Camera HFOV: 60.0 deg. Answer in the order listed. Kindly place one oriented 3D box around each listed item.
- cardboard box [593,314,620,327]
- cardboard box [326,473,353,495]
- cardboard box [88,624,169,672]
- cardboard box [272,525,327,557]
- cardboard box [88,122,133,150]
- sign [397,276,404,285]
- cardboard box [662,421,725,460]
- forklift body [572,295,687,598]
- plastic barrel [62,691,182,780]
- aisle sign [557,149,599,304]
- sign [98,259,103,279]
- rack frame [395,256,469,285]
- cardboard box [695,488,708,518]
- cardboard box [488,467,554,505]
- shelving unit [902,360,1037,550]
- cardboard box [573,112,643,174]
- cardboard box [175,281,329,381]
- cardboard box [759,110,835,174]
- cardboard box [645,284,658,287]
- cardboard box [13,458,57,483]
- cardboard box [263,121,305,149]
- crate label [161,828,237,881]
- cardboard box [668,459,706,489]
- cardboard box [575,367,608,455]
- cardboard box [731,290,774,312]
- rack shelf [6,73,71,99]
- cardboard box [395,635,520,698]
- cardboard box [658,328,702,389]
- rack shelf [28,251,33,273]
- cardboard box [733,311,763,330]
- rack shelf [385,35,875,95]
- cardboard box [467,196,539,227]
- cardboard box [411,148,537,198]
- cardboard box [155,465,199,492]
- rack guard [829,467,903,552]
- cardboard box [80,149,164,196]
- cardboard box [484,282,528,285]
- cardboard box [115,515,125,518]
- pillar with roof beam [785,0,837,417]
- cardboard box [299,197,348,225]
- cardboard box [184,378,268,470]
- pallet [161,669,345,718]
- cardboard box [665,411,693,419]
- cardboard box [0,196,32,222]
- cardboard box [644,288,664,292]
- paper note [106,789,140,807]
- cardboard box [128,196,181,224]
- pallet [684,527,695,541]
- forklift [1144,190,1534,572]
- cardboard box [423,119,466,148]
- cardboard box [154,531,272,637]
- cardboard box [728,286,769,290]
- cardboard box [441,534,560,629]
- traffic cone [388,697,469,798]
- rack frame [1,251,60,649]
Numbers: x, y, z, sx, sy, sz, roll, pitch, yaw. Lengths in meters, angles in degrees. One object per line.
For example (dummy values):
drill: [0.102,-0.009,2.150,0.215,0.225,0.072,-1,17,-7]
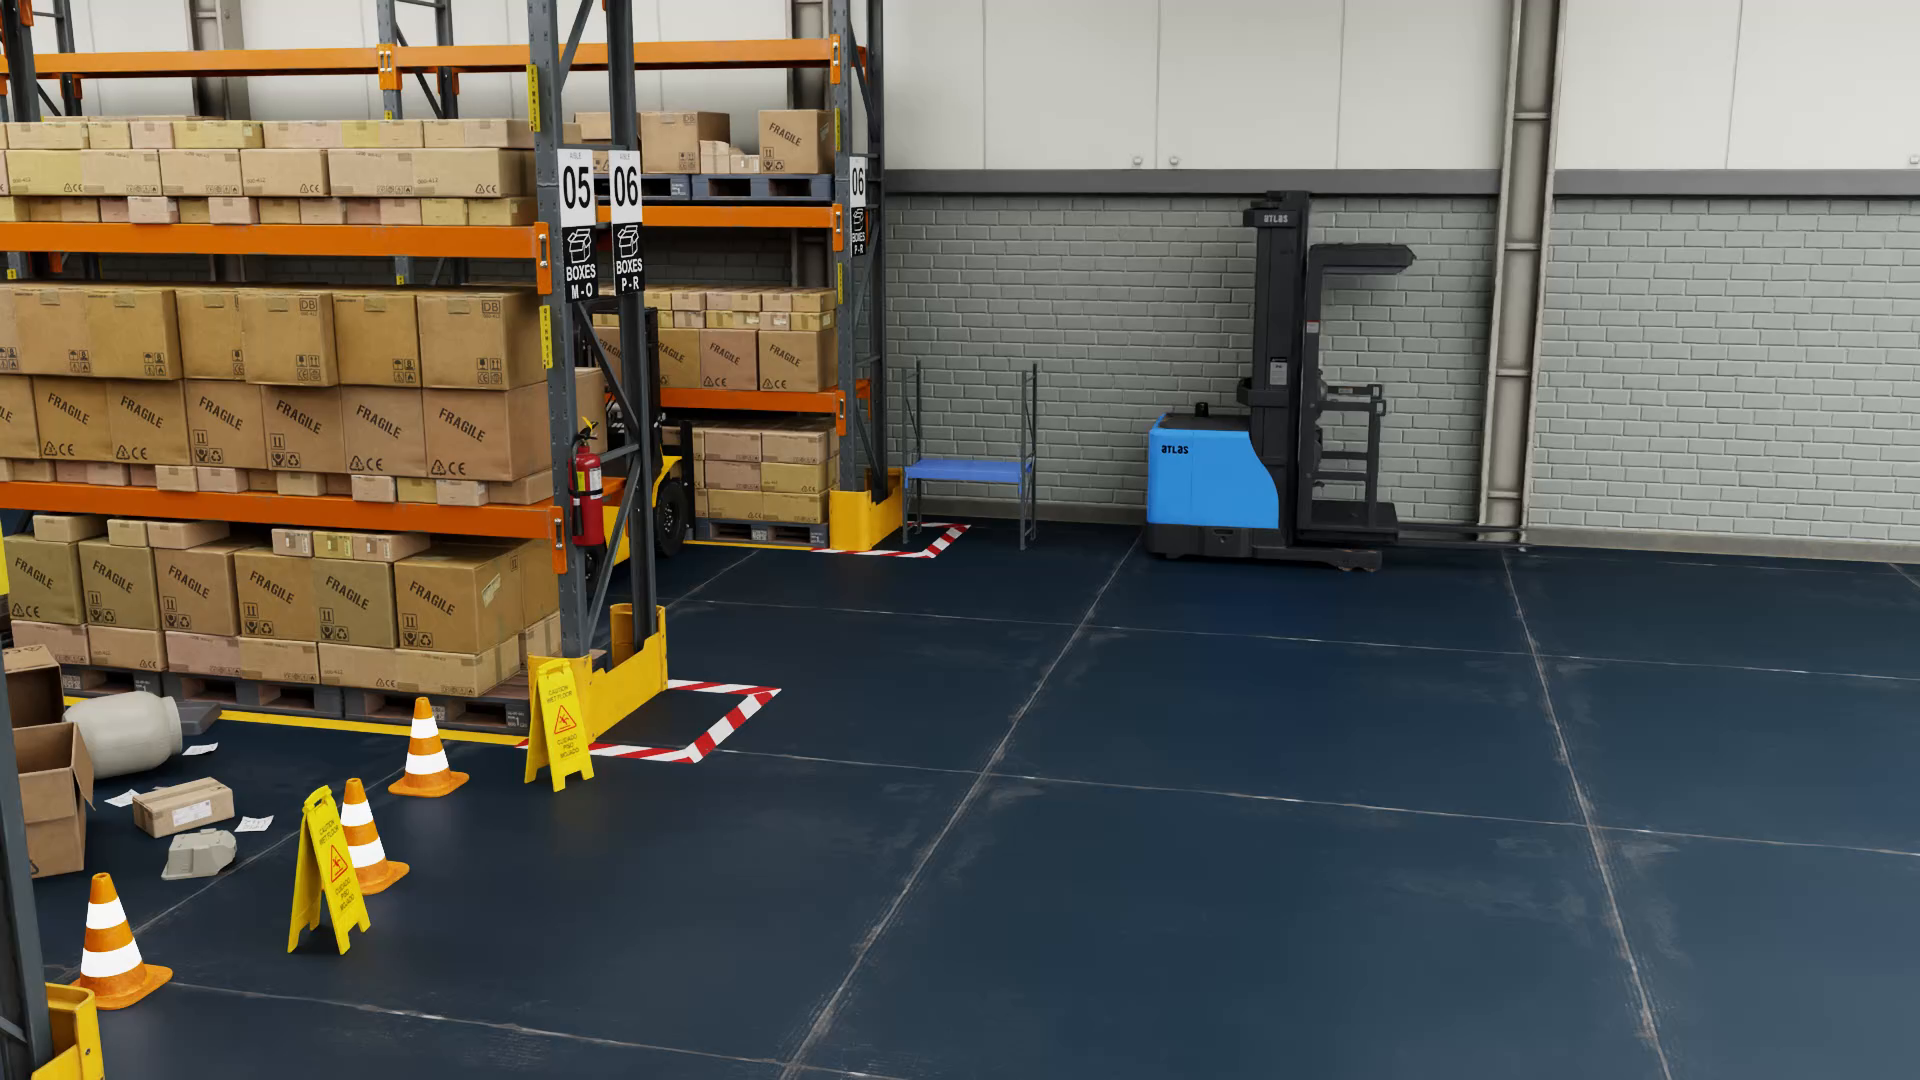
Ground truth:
cardboard box: [-2.961,-1.915,14.213,0.250,0.149,0.380,3,13,12]
cardboard box: [-3.409,-0.364,9.528,0.250,0.149,0.380,3,13,14]
cardboard box: [-4.860,0.588,10.037,0.500,0.250,0.500,4,13,17]
cardboard box: [-3.718,-0.019,9.545,0.250,0.149,0.380,4,13,16]
cardboard box: [-4.647,-2.264,9.325,0.250,0.149,0.380,3,13,12]
sign: [-4.825,-2.118,14.365,0.005,0.325,0.100,3,13,14]
cardboard box: [-2.332,-0.857,14.241,0.500,0.250,0.500,3,13,14]
forklift body: [-3.099,-0.799,12.869,1.214,2.155,2.313,3,13,14]
plastic barrel: [-4.374,1.014,8.684,0.512,0.421,0.421,-9,15,-35]
aisle sign: [-2.015,-1.659,8.786,0.004,0.787,0.394,3,13,14]
sign: [-8.458,-2.596,16.335,0.005,0.325,0.100,3,13,14]
rack frame: [-4.704,-1.706,14.998,0.127,3.000,1.000,3,13,14]
cardboard box: [-2.316,-0.375,14.376,0.500,0.250,0.500,3,13,14]
cardboard box: [-2.420,-0.306,9.269,0.250,0.149,0.380,4,13,15]
shelving unit: [0.083,-0.728,14.051,1.048,1.500,0.538,3,13,14]
cardboard box: [-2.838,-3.351,14.050,0.637,0.503,0.797,3,13,15]
cardboard box: [-4.015,-1.205,9.514,0.500,0.500,0.700,3,13,13]
cardboard box: [-1.309,-3.237,13.543,0.500,0.500,0.500,3,13,15]
cardboard box: [-2.848,-2.171,14.678,0.250,0.149,0.380,3,13,15]
cardboard box: [-5.403,-0.453,9.932,0.250,0.149,0.380,3,13,15]
cardboard box: [-3.616,-2.229,9.170,0.250,0.149,0.380,3,13,12]
crate label: [-3.447,1.415,7.538,0.298,0.136,0.250,-4,13,-16]
cardboard box: [-2.359,-0.615,14.307,0.500,0.250,0.500,3,13,12]
cardboard box: [-2.400,-0.731,9.688,0.500,0.500,0.500,3,13,13]
cardboard box: [-1.726,-1.998,13.897,0.250,0.149,0.380,3,13,15]
rack shelf: [-10.529,-4.400,15.873,4.000,0.370,1.077,3,13,14]
cardboard box: [-2.879,0.696,9.549,0.500,0.250,0.500,3,13,13]
cardboard box: [-2.360,-1.573,14.168,0.500,0.500,0.500,3,13,12]
rack shelf: [-7.831,-1.879,10.513,4.000,0.370,1.077,3,13,14]
cardboard box: [-1.717,-1.856,13.947,0.250,0.149,0.380,3,13,15]
rack shelf: [-2.762,-3.985,14.002,4.000,0.370,1.077,3,13,14]
cardboard box: [-2.420,-1.756,8.878,0.250,0.149,0.380,3,13,14]
cardboard box: [-2.567,-1.961,8.880,0.500,0.250,0.500,3,13,13]
cardboard box: [-4.421,-0.387,9.634,0.250,0.149,0.380,3,13,14]
rack guard: [-0.797,-0.277,14.328,0.348,0.500,1.175,3,13,14]
cardboard box: [-4.542,-2.065,9.348,0.500,0.250,0.500,3,13,14]
cardboard box: [-4.088,-2.242,14.999,0.250,0.149,0.380,3,13,12]
cardboard box: [-5.251,0.083,10.580,0.500,0.500,0.500,3,13,13]
pillar with roof beam: [-2.312,-3.748,10.350,0.400,9.000,9.100,3,13,14]
cardboard box: [-3.402,-1.813,9.135,0.250,0.149,0.380,3,13,13]
cardboard box: [-4.057,-0.703,9.558,0.500,0.500,0.500,3,13,14]
pallet: [-4.041,0.790,10.188,1.213,0.211,1.003,3,13,14]
cardboard box: [-2.707,-0.995,14.865,0.500,0.250,0.500,3,13,12]
cardboard box: [-5.405,-1.910,9.573,0.250,0.149,0.380,3,13,14]
cardboard box: [-2.709,-2.062,14.187,0.250,0.149,0.380,3,13,14]
paper note: [-4.190,1.294,8.355,0.142,0.019,0.148,8,15,33]
cardboard box: [-4.415,-1.851,9.305,0.250,0.149,0.380,3,13,12]
pallet: [-2.754,-0.232,14.791,1.213,0.211,1.003,3,13,14]
forklift: [3.074,-1.304,13.345,3.031,2.935,1.130,3,13,12]
cardboard box: [-2.646,-2.162,8.869,0.250,0.149,0.380,3,13,15]
cardboard box: [-4.356,0.249,9.833,0.500,0.500,0.500,4,13,16]
cardboard box: [-1.838,-2.119,14.444,0.250,0.149,0.380,3,13,14]
cardboard box: [-2.746,0.216,9.984,0.500,0.500,0.500,3,13,12]
traffic cone: [-2.733,1.033,8.510,0.334,0.463,0.336,3,13,14]
rack frame: [-5.890,-0.662,10.293,0.127,3.000,1.000,3,13,14]
